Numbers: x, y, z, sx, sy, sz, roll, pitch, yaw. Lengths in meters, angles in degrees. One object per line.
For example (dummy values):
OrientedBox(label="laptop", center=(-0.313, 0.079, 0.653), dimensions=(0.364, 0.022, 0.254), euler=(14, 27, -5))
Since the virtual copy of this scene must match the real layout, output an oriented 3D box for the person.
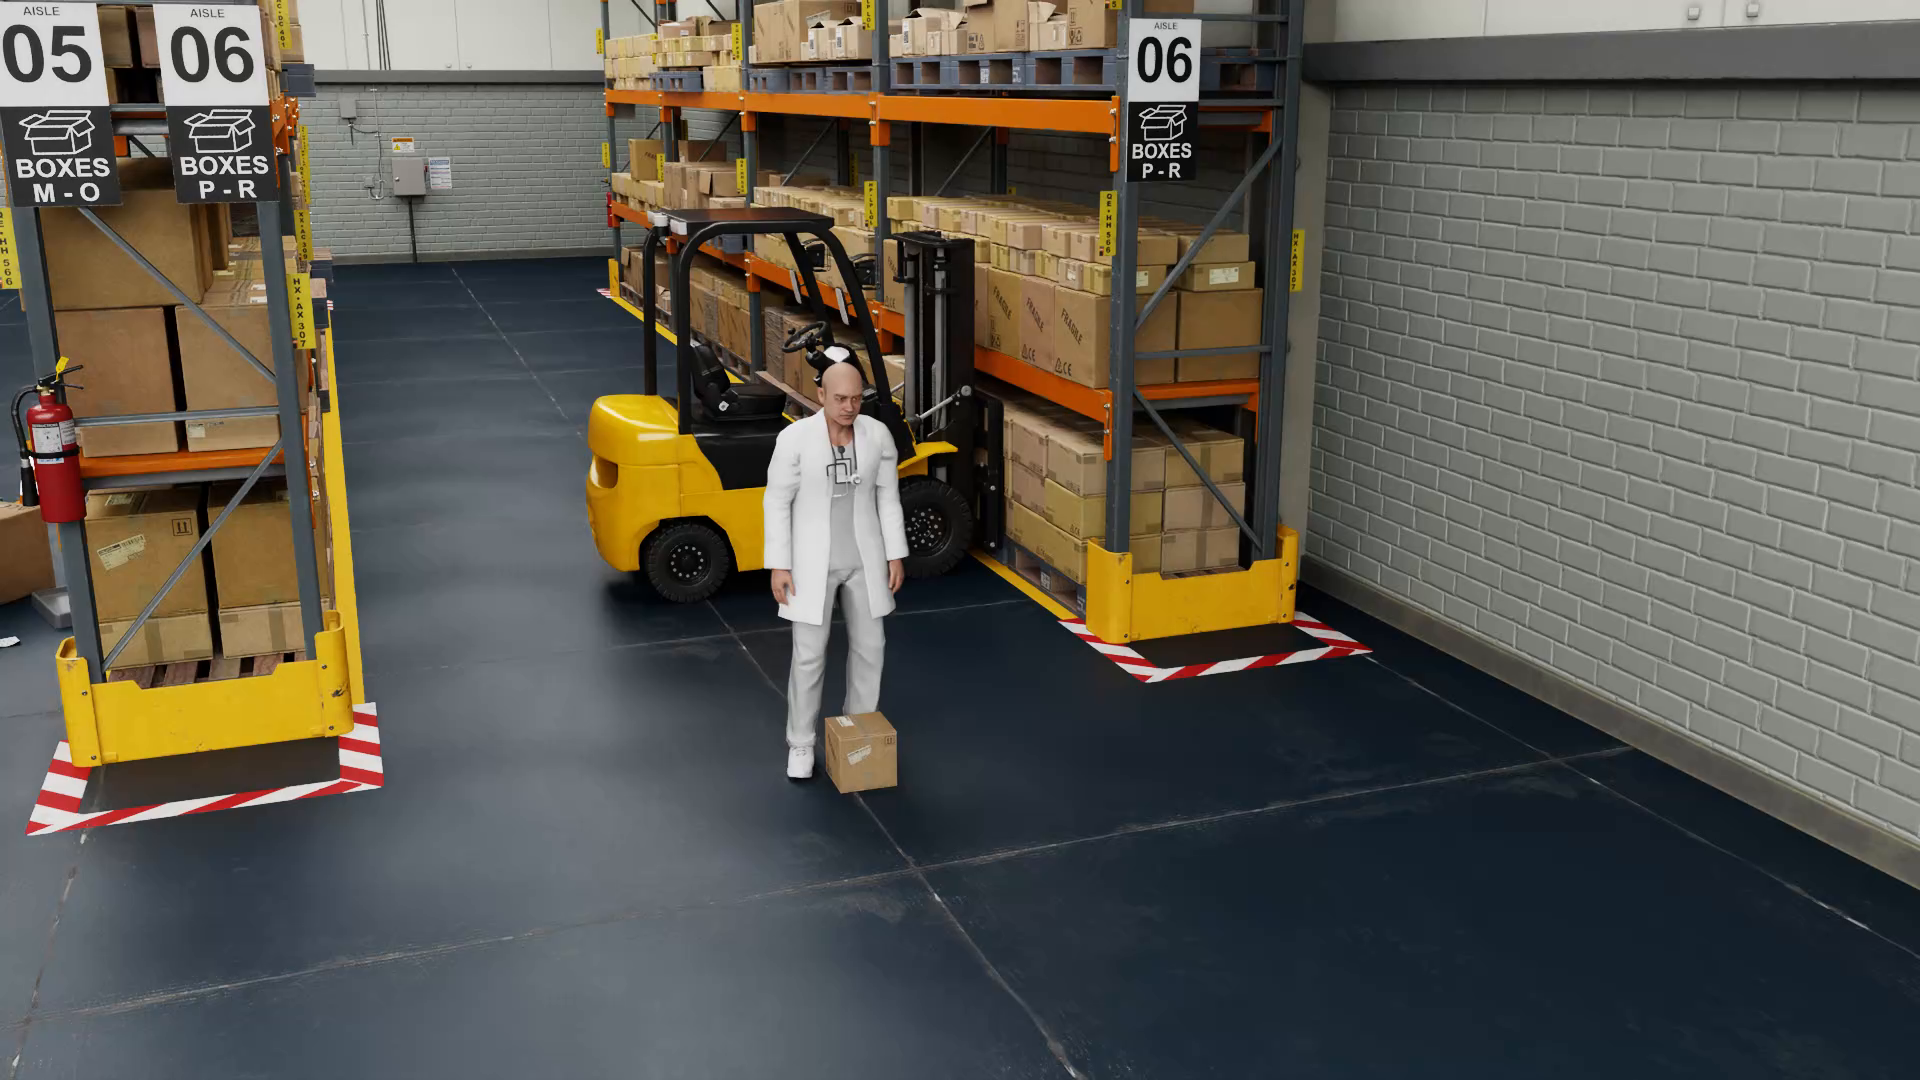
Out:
OrientedBox(label="person", center=(-0.527, 0.112, 7.144), dimensions=(0.642, 1.773, 0.427), euler=(-6, 16, -20))
